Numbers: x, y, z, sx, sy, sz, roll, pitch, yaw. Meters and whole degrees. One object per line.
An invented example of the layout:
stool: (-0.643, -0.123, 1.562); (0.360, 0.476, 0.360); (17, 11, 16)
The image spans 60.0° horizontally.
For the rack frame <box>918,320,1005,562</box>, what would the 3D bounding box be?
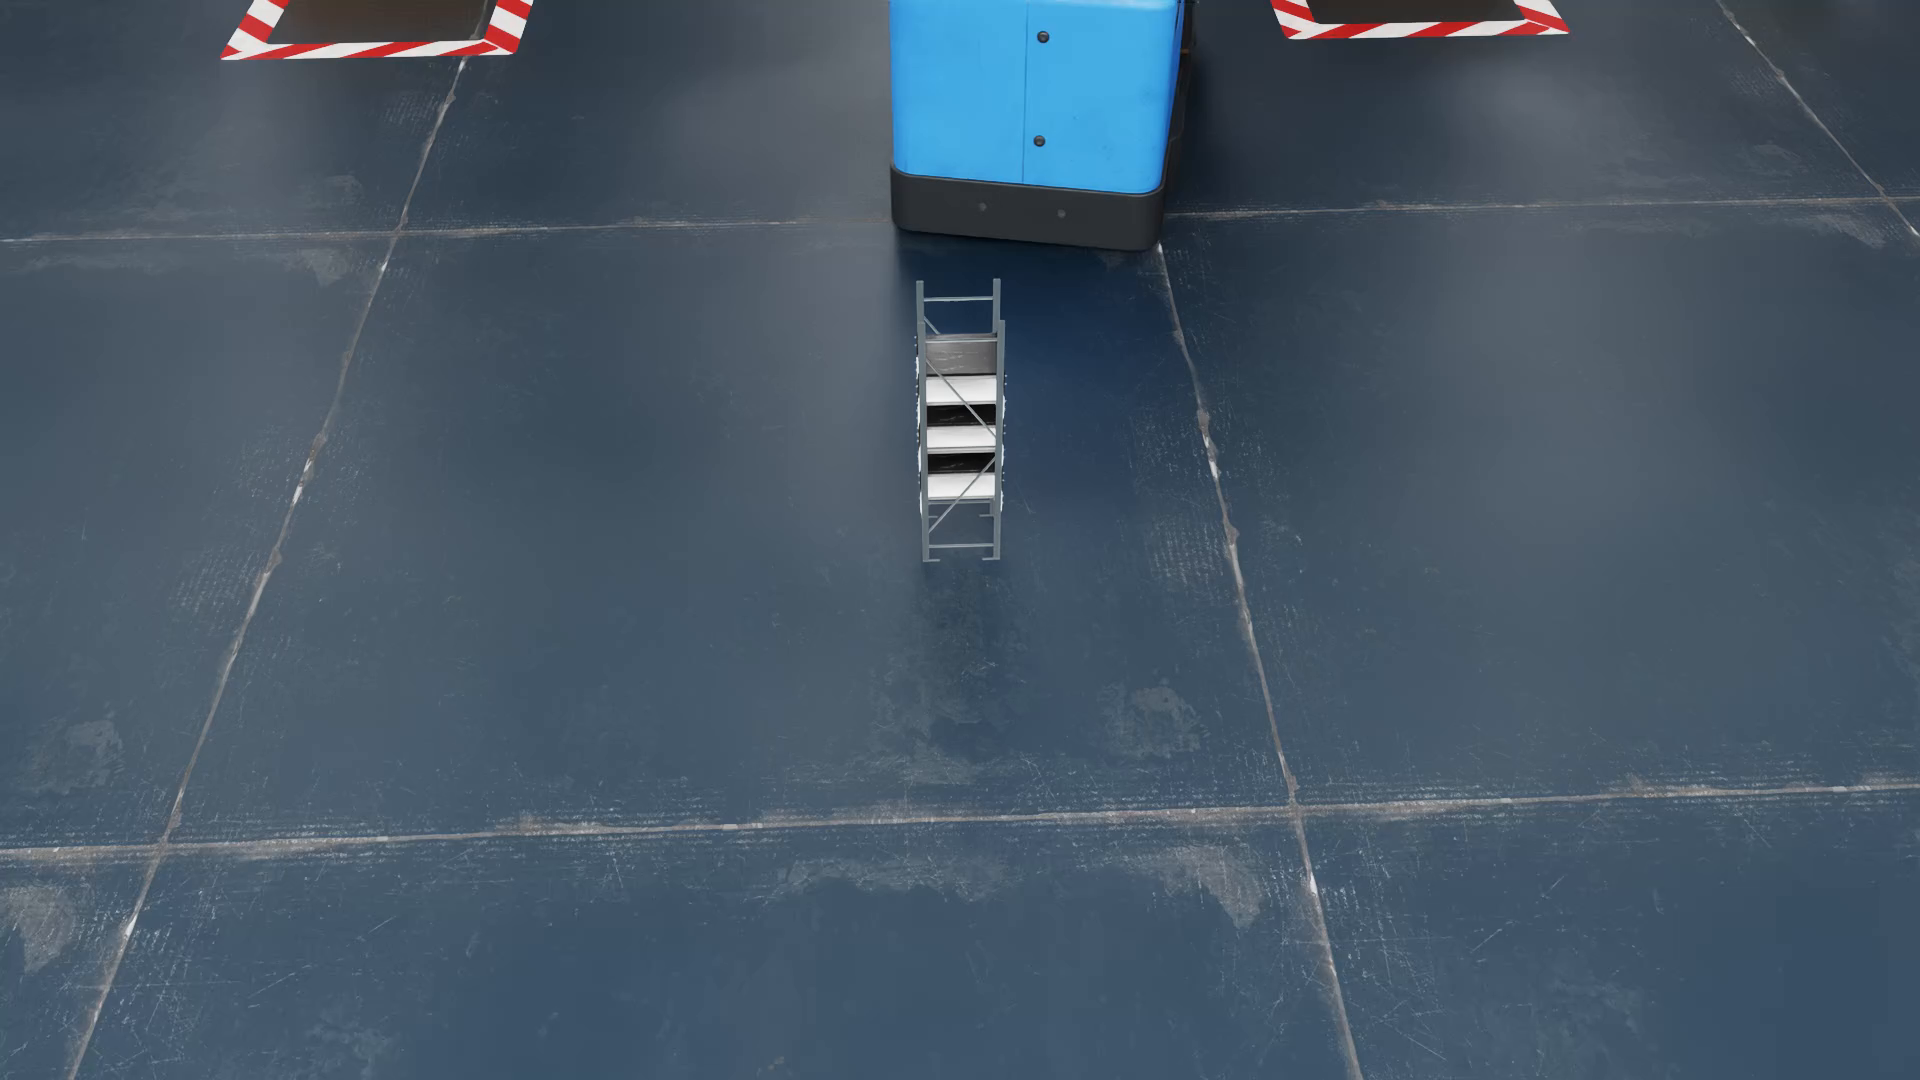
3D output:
rack frame: (0.004, -0.269, 4.877); (0.240, 0.900, 0.006); (-2, 43, -2)

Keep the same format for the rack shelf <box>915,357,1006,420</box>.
rack shelf: (0.000, -0.445, 4.853); (0.258, 0.077, 0.200); (-2, 43, -2)

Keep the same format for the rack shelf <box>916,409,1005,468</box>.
rack shelf: (0.000, -0.313, 4.974); (0.258, 0.077, 0.200); (-2, 43, -2)

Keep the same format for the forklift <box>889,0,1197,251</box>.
forklift: (0.486, -3.187, 6.558); (1.130, 2.935, 3.031); (7, 43, 7)

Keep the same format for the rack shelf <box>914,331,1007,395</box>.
rack shelf: (0.000, -0.512, 4.792); (0.258, 0.077, 0.200); (-2, 43, -2)

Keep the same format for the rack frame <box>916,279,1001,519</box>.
rack frame: (-0.005, -0.406, 5.027); (0.240, 0.900, 0.006); (-2, 43, -2)

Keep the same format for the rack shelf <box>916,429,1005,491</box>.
rack shelf: (0.000, -0.246, 5.035); (0.258, 0.077, 0.200); (-2, 43, -2)

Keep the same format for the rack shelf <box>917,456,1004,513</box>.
rack shelf: (0.000, -0.180, 5.096); (0.258, 0.077, 0.200); (-2, 43, -2)

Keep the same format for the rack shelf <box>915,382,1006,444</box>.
rack shelf: (0.000, -0.379, 4.914); (0.258, 0.077, 0.200); (-2, 43, -2)

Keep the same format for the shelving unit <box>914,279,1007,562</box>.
shelving unit: (0.000, -0.337, 4.952); (0.258, 0.900, 0.210); (-2, 43, -2)
